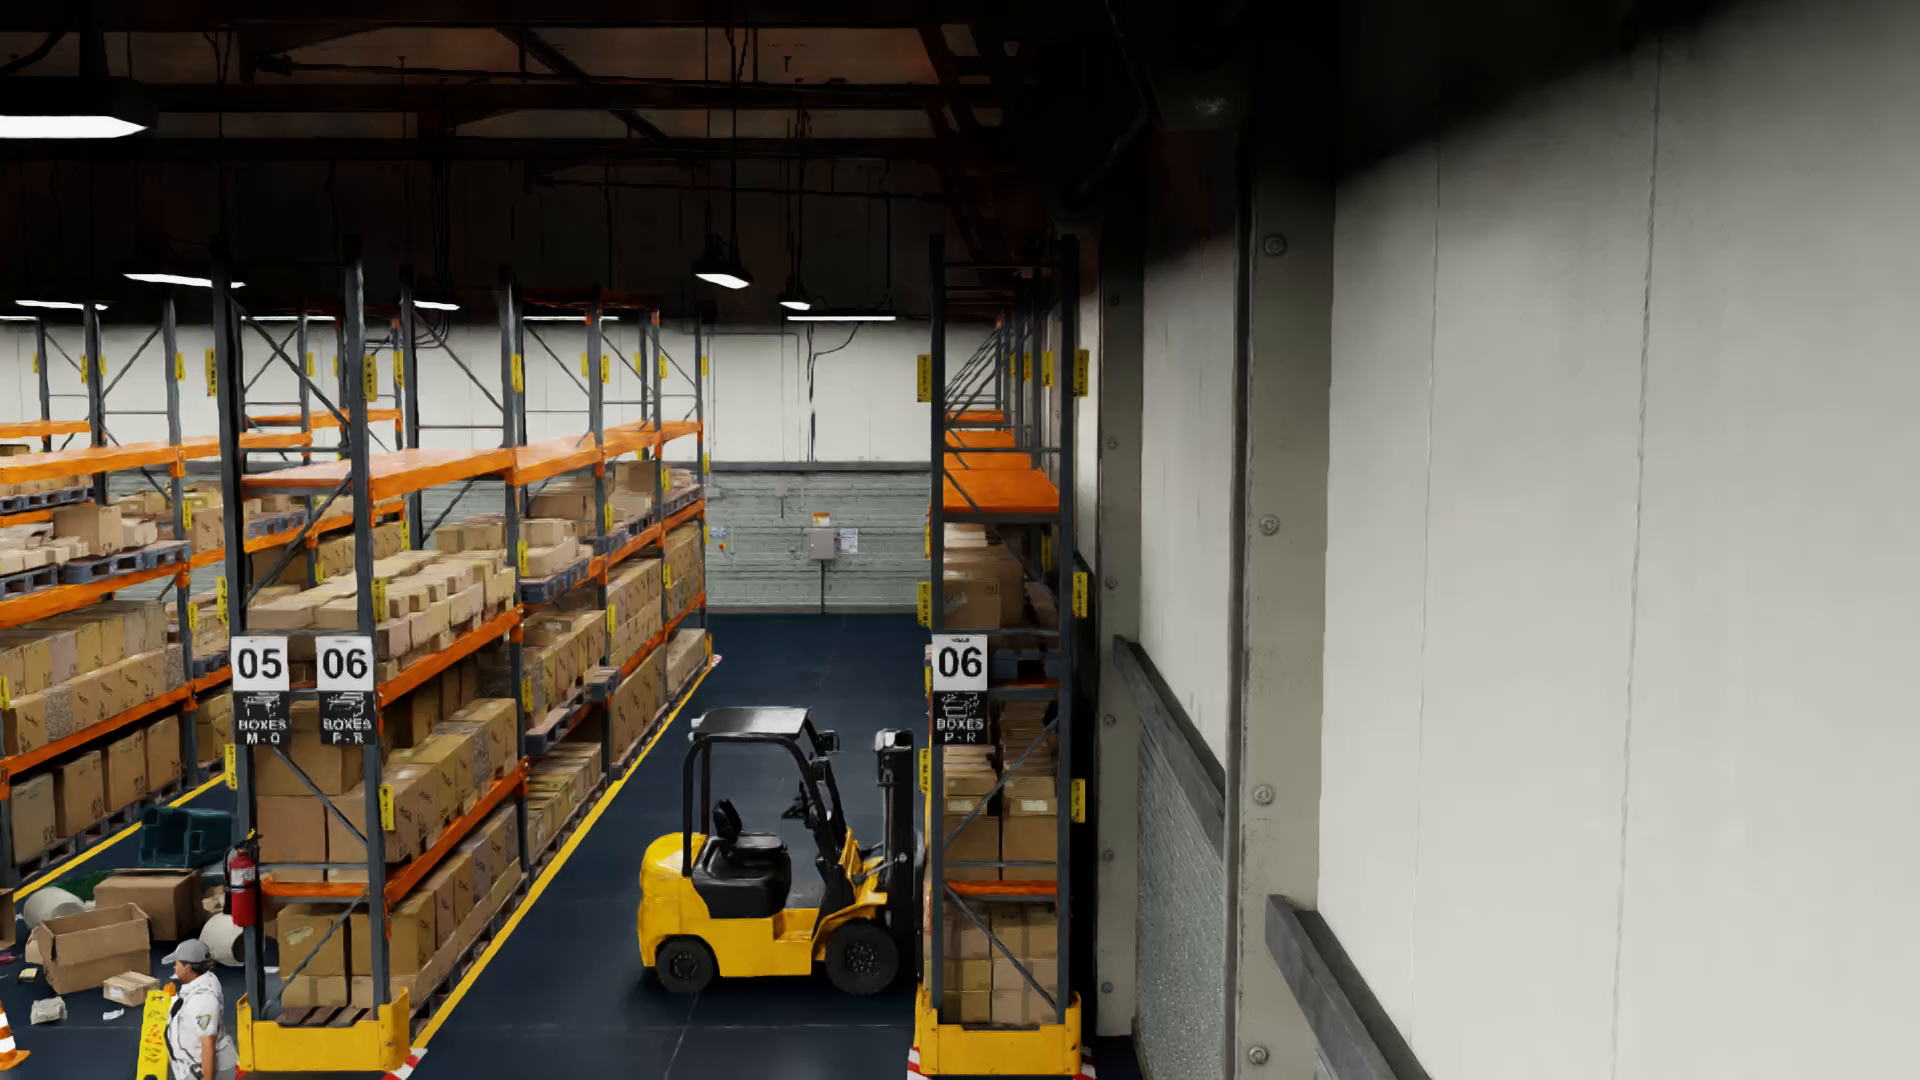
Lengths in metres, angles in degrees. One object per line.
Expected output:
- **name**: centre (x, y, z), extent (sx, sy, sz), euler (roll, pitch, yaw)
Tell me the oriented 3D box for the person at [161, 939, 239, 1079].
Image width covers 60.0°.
- **person**: centre (-4.540, 3.240, 10.143), extent (0.551, 1.652, 0.594), euler (-3, 7, -27)
